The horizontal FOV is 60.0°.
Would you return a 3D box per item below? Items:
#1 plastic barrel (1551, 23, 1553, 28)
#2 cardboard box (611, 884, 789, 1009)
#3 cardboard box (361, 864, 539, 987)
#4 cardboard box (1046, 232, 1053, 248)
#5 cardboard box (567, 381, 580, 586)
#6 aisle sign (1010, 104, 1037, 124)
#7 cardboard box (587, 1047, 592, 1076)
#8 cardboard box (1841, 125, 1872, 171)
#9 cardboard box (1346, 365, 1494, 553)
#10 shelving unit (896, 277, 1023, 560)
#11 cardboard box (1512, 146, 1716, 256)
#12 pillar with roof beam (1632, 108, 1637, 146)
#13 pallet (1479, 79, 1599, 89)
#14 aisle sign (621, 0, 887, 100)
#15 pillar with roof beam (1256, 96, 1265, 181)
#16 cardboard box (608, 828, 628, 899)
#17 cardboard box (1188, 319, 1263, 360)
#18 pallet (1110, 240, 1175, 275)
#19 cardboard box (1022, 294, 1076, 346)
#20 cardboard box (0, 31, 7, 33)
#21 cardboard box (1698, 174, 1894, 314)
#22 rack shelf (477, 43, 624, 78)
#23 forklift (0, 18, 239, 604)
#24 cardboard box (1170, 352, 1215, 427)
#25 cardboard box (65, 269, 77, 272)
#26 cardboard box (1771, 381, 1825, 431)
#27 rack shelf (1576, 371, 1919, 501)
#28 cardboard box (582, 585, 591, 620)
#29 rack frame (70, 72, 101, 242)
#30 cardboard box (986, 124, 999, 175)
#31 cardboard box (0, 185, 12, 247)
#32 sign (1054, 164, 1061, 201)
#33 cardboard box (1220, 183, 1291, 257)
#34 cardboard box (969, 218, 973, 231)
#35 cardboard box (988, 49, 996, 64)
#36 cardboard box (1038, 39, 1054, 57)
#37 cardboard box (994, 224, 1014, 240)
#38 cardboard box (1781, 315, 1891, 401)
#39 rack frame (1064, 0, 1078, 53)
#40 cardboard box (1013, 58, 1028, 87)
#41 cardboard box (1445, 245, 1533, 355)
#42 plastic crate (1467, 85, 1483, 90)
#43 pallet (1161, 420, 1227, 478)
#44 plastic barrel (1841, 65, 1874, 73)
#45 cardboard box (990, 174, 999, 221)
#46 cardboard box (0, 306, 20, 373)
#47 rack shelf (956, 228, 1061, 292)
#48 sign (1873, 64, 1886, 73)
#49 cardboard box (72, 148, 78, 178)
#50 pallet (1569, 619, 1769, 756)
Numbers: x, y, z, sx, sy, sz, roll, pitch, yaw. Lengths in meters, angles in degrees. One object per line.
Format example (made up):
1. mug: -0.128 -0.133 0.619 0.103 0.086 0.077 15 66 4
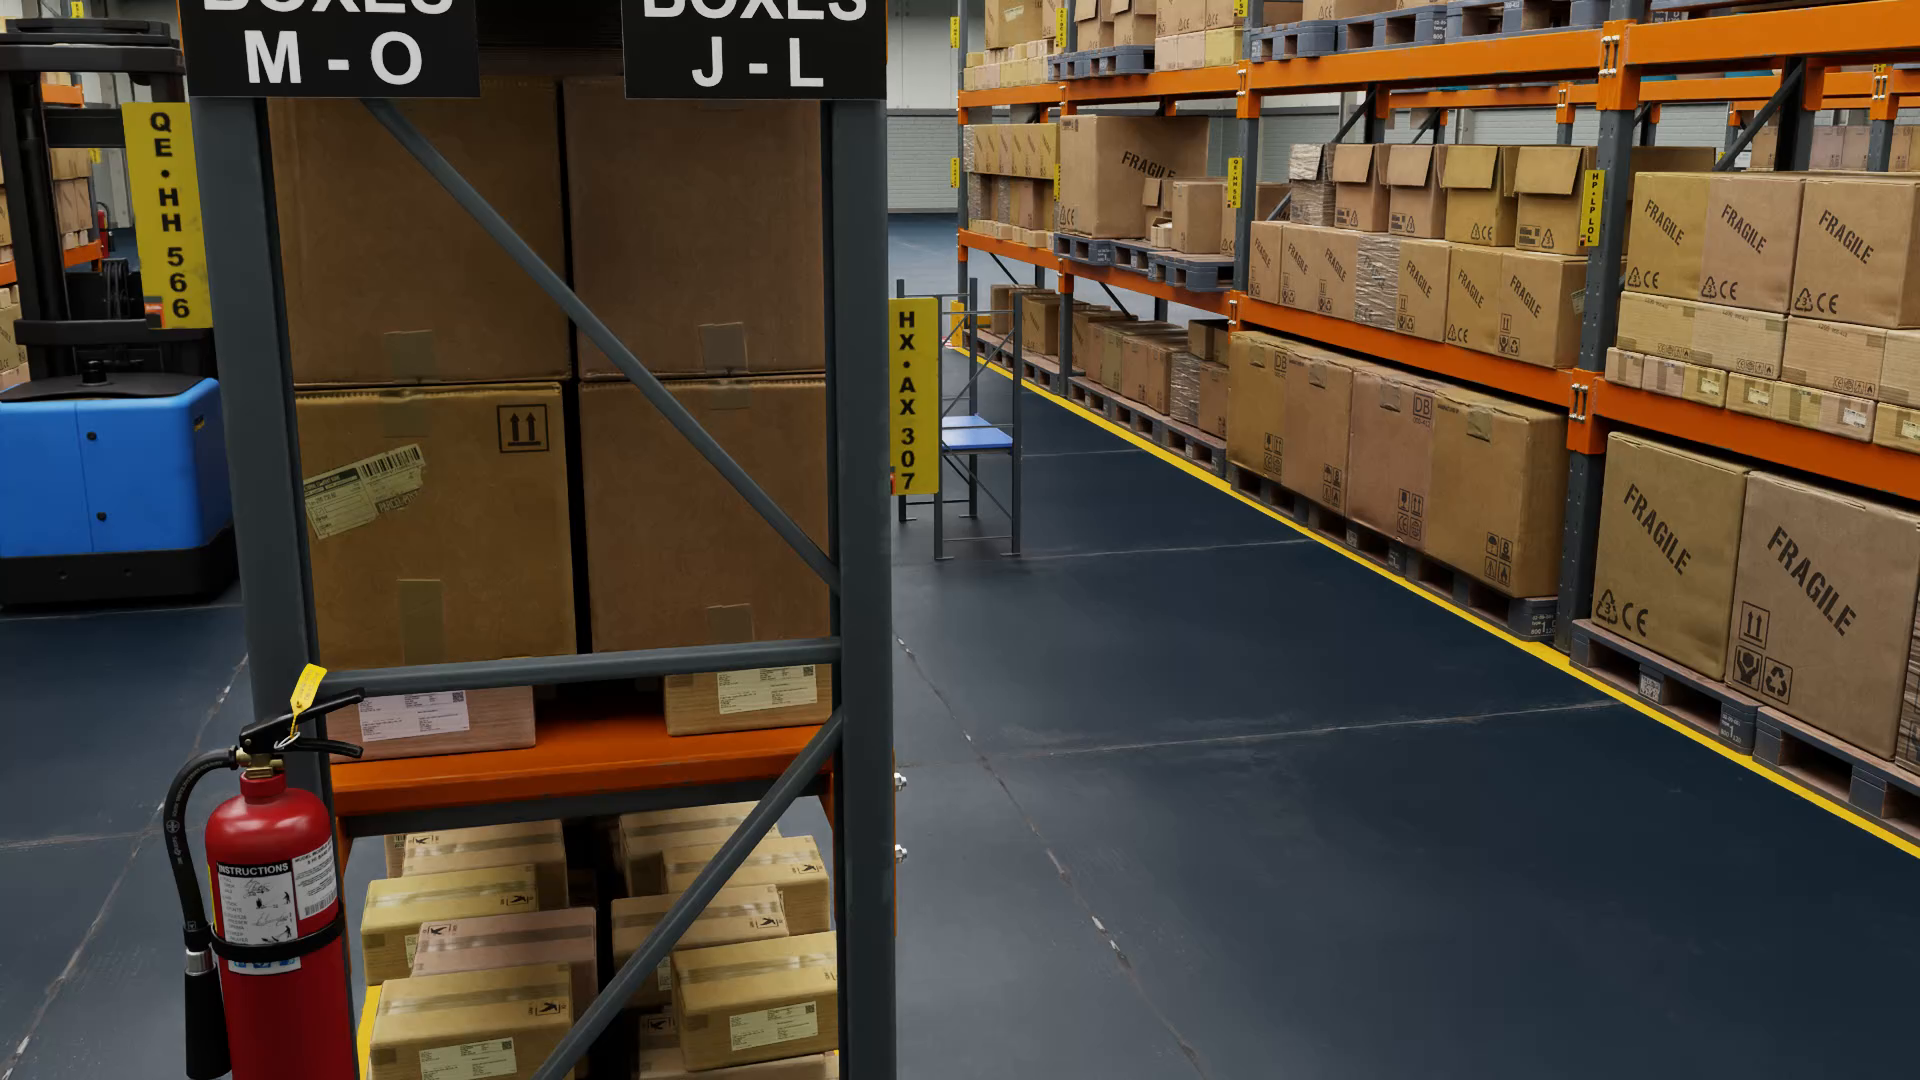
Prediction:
1. plastic barrel: 6.099 -5.222 16.718 0.600 0.901 0.708 -3 14 -13
2. cardboard box: -0.587 0.911 3.745 0.380 0.149 0.250 -3 14 -12
3. cardboard box: -1.171 0.886 3.848 0.380 0.149 0.250 -4 14 -14
4. cardboard box: 1.028 -2.836 15.743 0.380 0.149 0.250 -3 14 -13
5. cardboard box: -1.084 -0.185 3.528 0.500 0.500 0.500 -4 14 -14
6. aisle sign: 0.752 -5.022 18.685 0.394 0.787 0.004 -3 14 -13
7. cardboard box: -1.076 1.168 3.949 0.380 0.149 0.250 -3 14 -13
8. cardboard box: 10.580 -4.485 19.019 0.700 0.500 0.500 -3 14 -13
9. cardboard box: 2.913 -0.484 9.181 1.225 0.875 0.875 -4 14 -15
10. shelving unit: -0.020 -0.748 9.830 0.538 1.500 1.048 -3 14 -13
11. cardboard box: 3.135 -1.643 8.006 0.797 0.503 0.637 -4 14 -15
12. pillar with roof beam: 8.921 -9.886 31.430 9.100 9.000 0.400 -3 14 -13
13. pallet: 5.964 -4.608 16.545 1.213 0.211 1.003 -3 14 -13
14. aisle sign: -0.304 -1.047 2.413 0.394 0.787 0.004 -3 14 -13
15. pillar with roof beam: 4.694 -14.038 48.427 9.100 9.000 0.548 -3 14 -13
16. cardboard box: -0.748 0.878 4.507 0.380 0.149 0.250 -4 14 -16
17. cardboard box: 2.033 -1.521 12.592 0.500 0.250 0.500 -2 14 -7
18. pallet: 1.849 -2.244 13.195 1.003 0.211 1.213 -3 14 -13
19. cardboard box: 0.907 -2.291 17.368 0.500 0.500 0.500 -2 14 -8
20. cardboard box: -8.291 -4.133 13.894 0.500 0.250 0.500 -3 14 -13
21. cardboard box: 3.265 -1.157 6.452 0.500 0.500 0.500 -3 14 -13
22. rack shelf: -2.022 -2.276 8.117 1.077 0.370 4.000 -3 14 -13
23. forklift: -4.681 -1.404 9.499 1.130 2.935 3.031 -3 14 -12
24. cardboard box: 2.034 -1.163 12.706 0.700 0.500 0.500 -5 14 -18
25. cardboard box: -8.565 -2.472 15.688 0.380 0.149 0.250 -3 14 -12
26. cardboard box: 3.287 -0.510 6.224 0.380 0.149 0.250 -3 14 -14
27. rack shelf: 3.763 -0.149 5.732 1.077 0.370 4.000 -3 14 -13
28. cardboard box: -0.675 0.072 3.843 0.380 0.149 0.250 -3 14 -11
29. rack frame: -9.158 -3.176 16.606 1.000 3.000 0.127 -3 14 -13
30. cardboard box: 0.568 -4.034 17.174 0.500 0.500 0.500 -3 14 -13
31. cardboard box: -8.192 -2.678 13.729 0.500 0.500 0.500 -3 14 -13
32. sign: 0.889 -3.194 14.856 0.100 0.325 0.005 -3 14 -13
33. cardboard box: 2.188 -2.258 11.752 0.500 0.500 0.500 -5 15 -20
34. cardboard box: 0.310 -3.527 18.573 0.380 0.149 0.250 -3 14 -13
35. cardboard box: 0.508 -4.990 17.187 0.380 0.149 0.250 -3 14 -13
36. cardboard box: 0.940 -4.562 15.435 0.380 0.149 0.250 -4 14 -16
37. cardboard box: 0.568 -3.176 17.134 0.380 0.149 0.250 -3 14 -13
38. cardboard box: 3.388 -0.674 6.056 0.500 0.250 0.500 -3 14 -12
39. rack frame: 1.414 -5.720 14.377 1.000 3.000 0.127 -3 14 -13
40. cardboard box: 0.816 -4.519 16.098 0.500 0.250 0.500 -3 14 -14
41. cardboard box: 2.808 -1.216 8.372 0.500 0.500 0.500 -3 14 -11
42. plastic crate: 5.459 -4.758 17.318 0.243 0.136 0.396 -3 14 -13
43. pallet: 2.171 -0.708 12.382 1.003 0.211 1.213 -3 14 -13
44. plastic barrel: 7.186 -4.061 12.852 0.600 0.901 0.600 0 14 0
45. cardboard box: 0.811 -3.684 17.849 0.875 0.500 0.500 -3 14 -13
46. cardboard box: -8.095 -1.637 13.635 0.500 0.500 0.500 -3 14 -11
47. rack shelf: 0.944 -2.917 17.063 1.077 0.370 4.000 -3 14 -13
48. sign: 6.635 -3.533 11.967 0.100 0.325 0.005 -3 14 -13
49. cardboard box: -8.714 -3.632 15.528 0.700 0.500 0.500 -3 14 -13
50. pallet: 3.396 0.575 7.130 1.003 0.211 1.213 -3 14 -13
